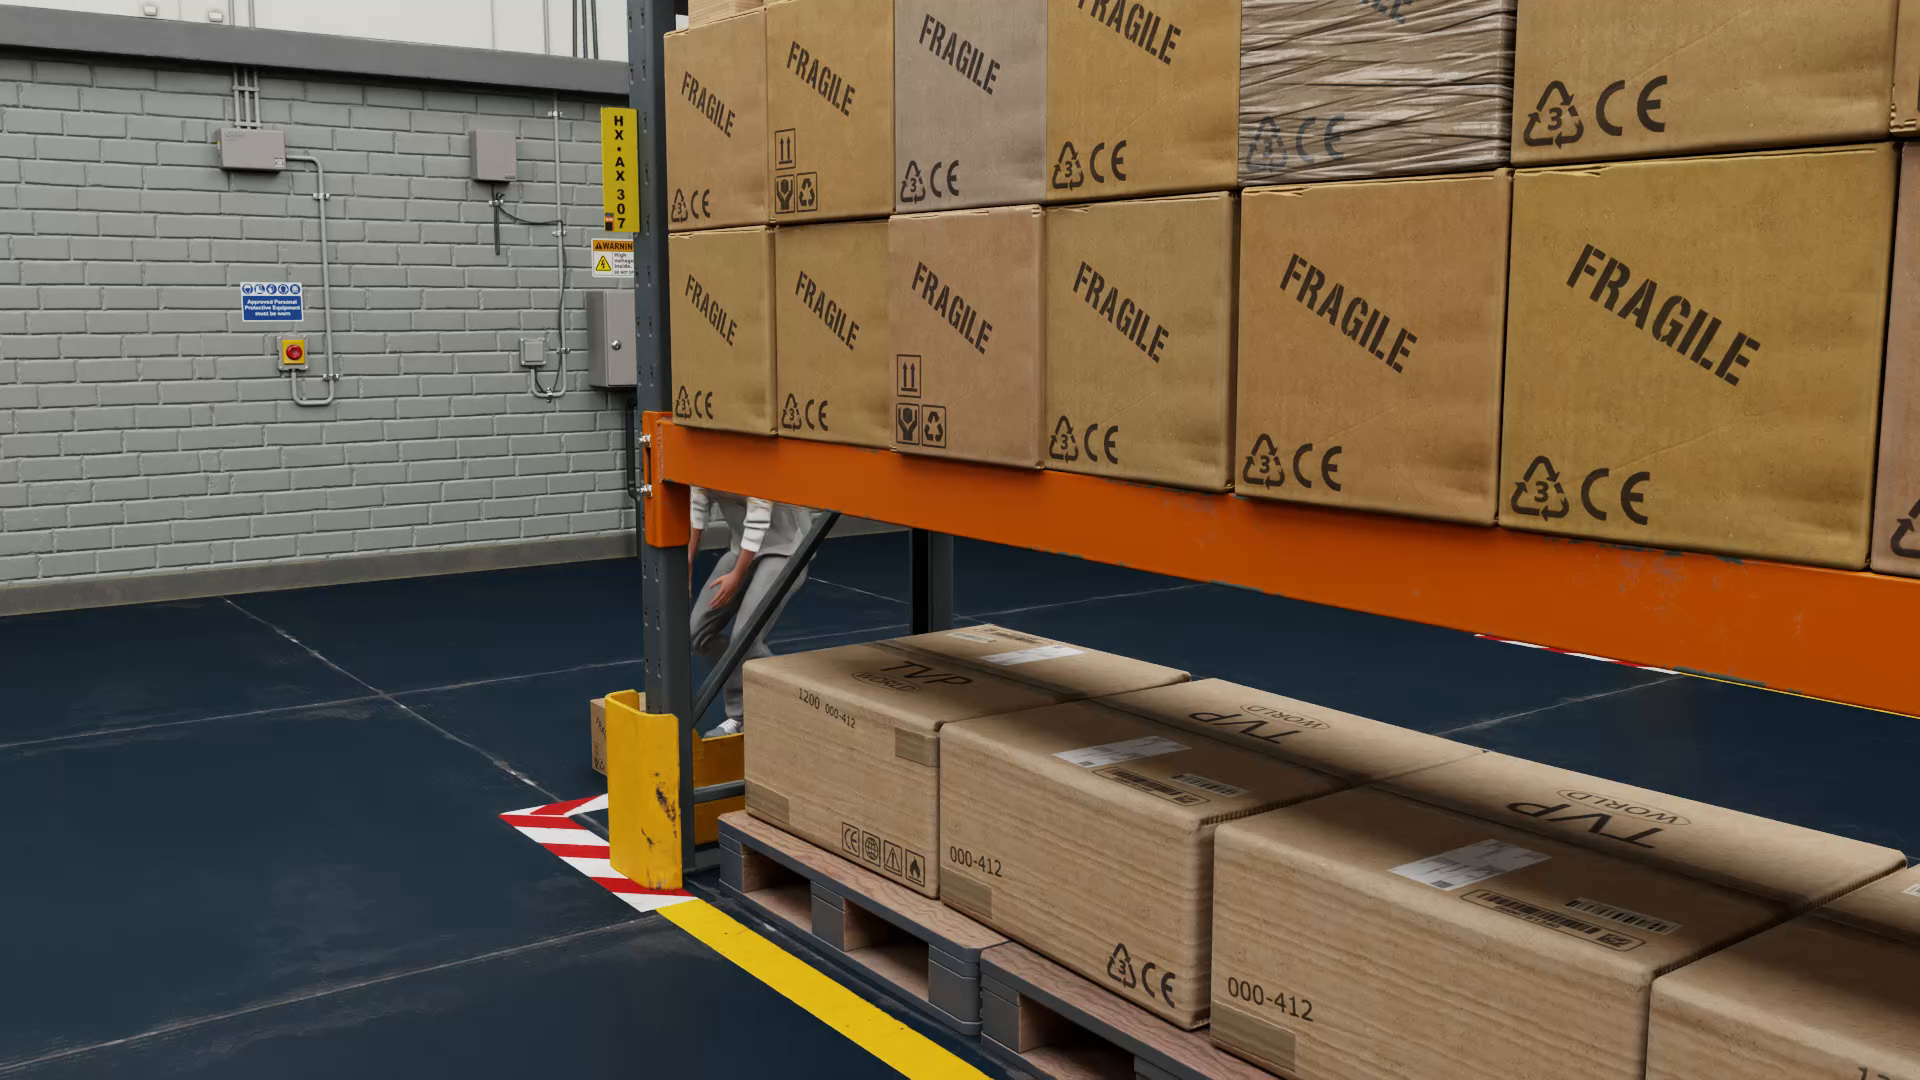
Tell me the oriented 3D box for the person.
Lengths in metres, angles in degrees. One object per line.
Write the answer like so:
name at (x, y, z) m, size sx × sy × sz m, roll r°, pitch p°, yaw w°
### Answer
person at (-0.772, 0.085, 5.993) m, size 0.581 × 1.400 × 0.458 m, roll -7°, pitch 11°, yaw -42°
